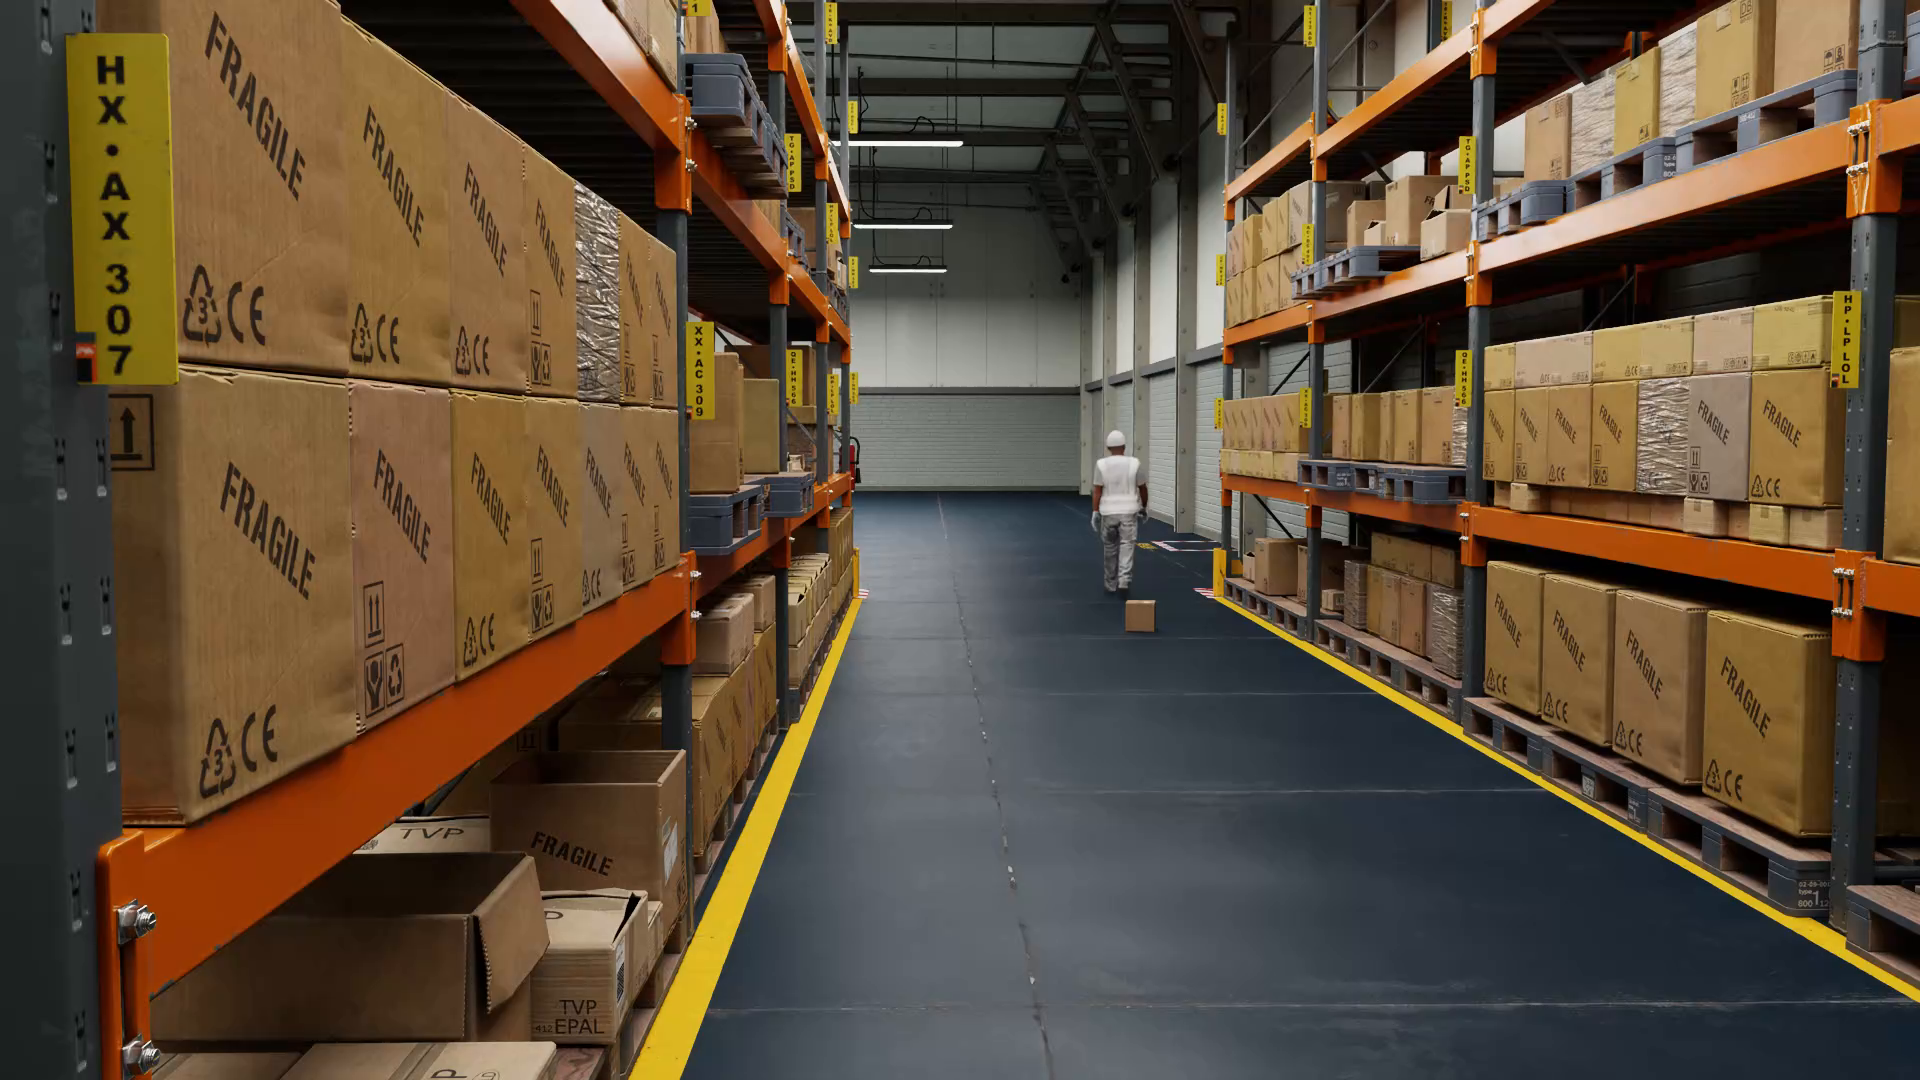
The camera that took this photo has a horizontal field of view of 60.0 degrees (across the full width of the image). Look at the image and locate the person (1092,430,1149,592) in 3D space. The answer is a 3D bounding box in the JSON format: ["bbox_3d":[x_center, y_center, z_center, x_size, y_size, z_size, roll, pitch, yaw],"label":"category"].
[{"bbox_3d":[1.708,-0.294,17.688,0.573,1.747,1.043,1,4,11],"label":"person"}]
